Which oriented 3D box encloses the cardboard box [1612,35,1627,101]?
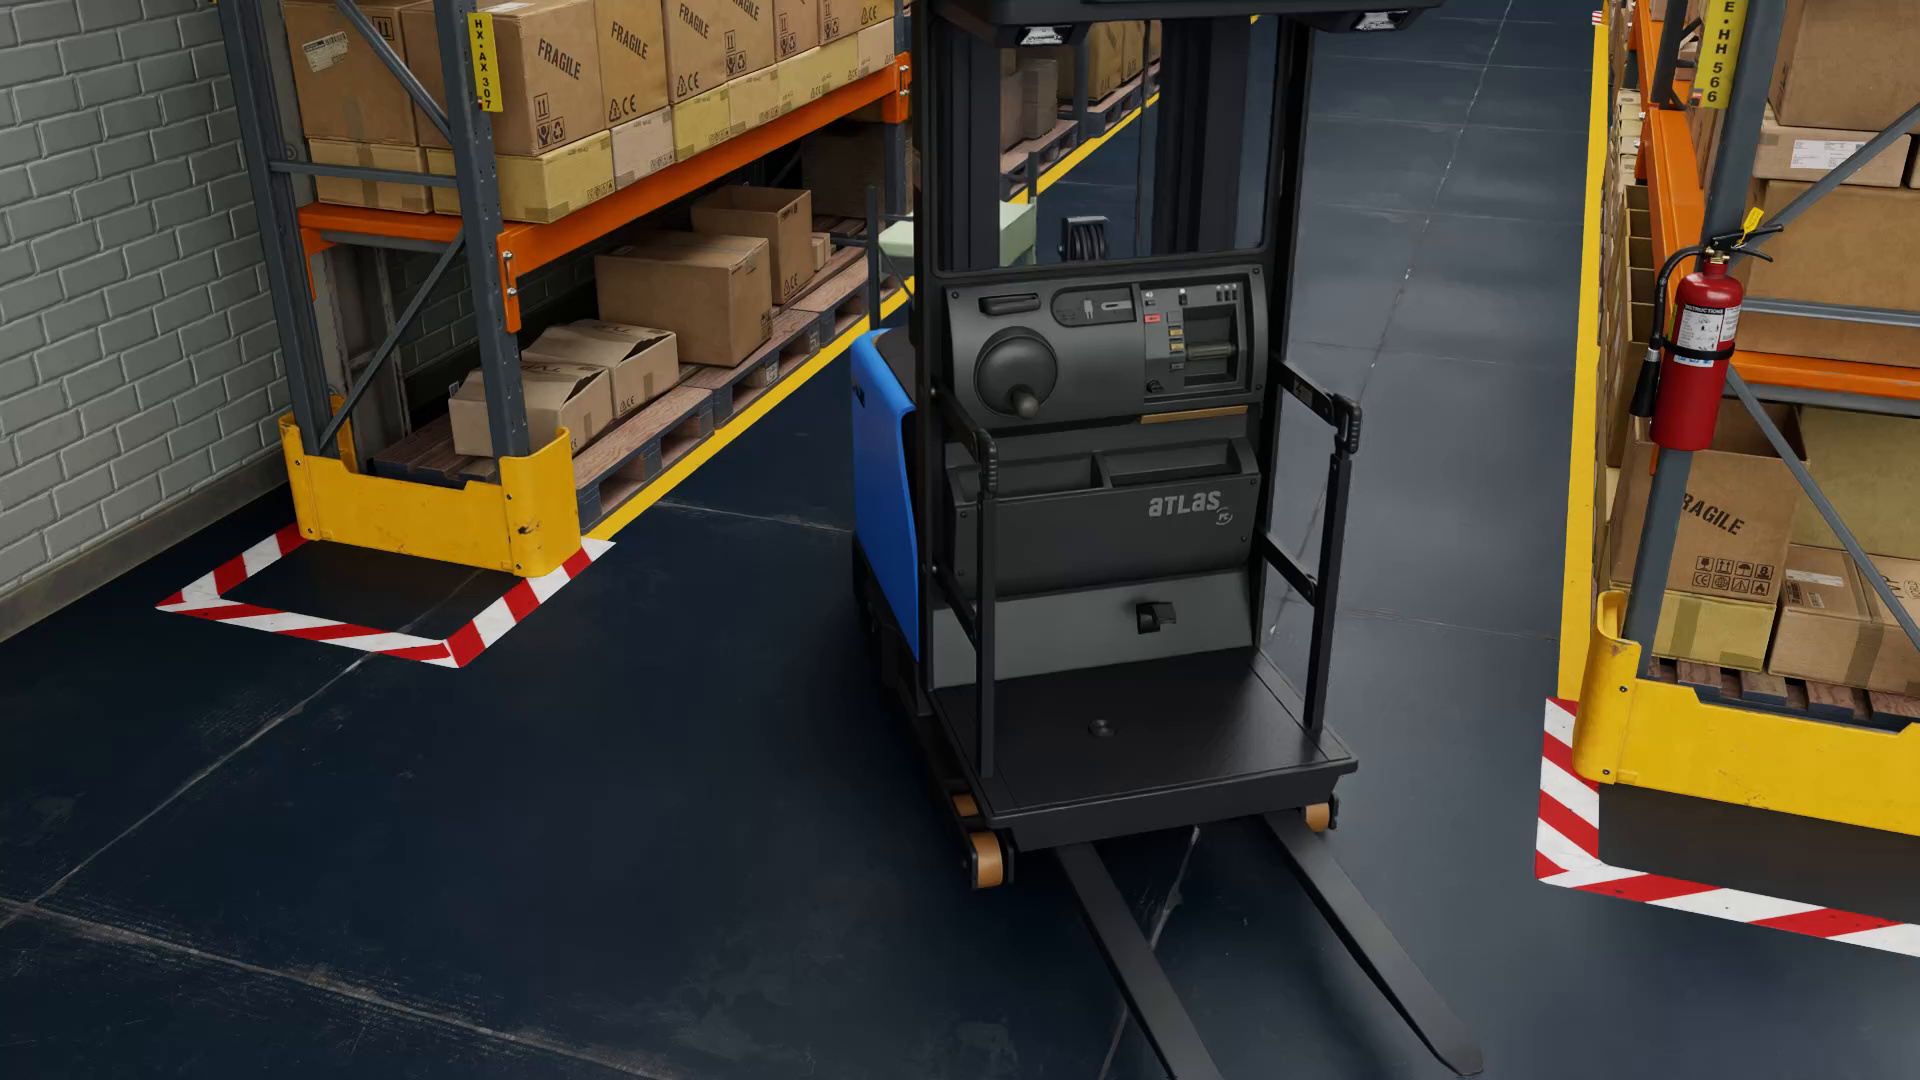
[{"bbox_3d":[5.628,-3.811,13.543,0.500,0.500,0.500,8,27,15],"label":"cardboard box"}]

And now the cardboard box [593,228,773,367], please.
[{"bbox_3d":[-1.342,-1.193,8.135,0.700,0.500,0.500,7,27,14],"label":"cardboard box"}]

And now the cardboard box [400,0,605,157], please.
[{"bbox_3d":[-1.695,-1.752,6.214,0.500,0.500,0.500,9,27,18],"label":"cardboard box"}]

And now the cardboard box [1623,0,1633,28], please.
[{"bbox_3d":[5.805,-4.371,13.838,0.500,0.250,0.500,9,27,18],"label":"cardboard box"}]

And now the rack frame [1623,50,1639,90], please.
[{"bbox_3d":[5.197,-3.891,11.344,1.000,3.000,0.127,9,27,17],"label":"rack frame"}]

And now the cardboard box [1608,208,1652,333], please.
[{"bbox_3d":[3.257,-1.184,7.566,0.500,0.500,0.500,9,27,17],"label":"cardboard box"}]

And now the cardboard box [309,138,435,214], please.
[{"bbox_3d":[-2.165,-1.482,6.517,0.500,0.250,0.500,9,27,18],"label":"cardboard box"}]

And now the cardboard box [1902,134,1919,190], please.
[{"bbox_3d":[2.869,-1.070,4.659,0.380,0.149,0.250,9,27,17],"label":"cardboard box"}]

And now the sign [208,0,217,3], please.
[{"bbox_3d":[-2.654,-2.072,5.896,0.100,0.325,0.005,9,27,17],"label":"sign"}]

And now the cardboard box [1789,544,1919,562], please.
[{"bbox_3d":[3.086,0.051,5.875,0.500,0.250,0.500,9,27,17],"label":"cardboard box"}]

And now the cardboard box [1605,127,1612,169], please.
[{"bbox_3d":[4.746,-2.670,11.495,0.500,0.250,0.500,9,27,17],"label":"cardboard box"}]

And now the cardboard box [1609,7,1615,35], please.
[{"bbox_3d":[6.700,-5.106,16.434,0.500,0.311,0.500,9,27,17],"label":"cardboard box"}]

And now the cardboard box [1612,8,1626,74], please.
[{"bbox_3d":[6.137,-4.444,14.850,0.500,0.500,0.500,8,27,15],"label":"cardboard box"}]

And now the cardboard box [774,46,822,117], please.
[{"bbox_3d":[-1.005,-2.254,8.113,0.500,0.250,0.500,9,27,17],"label":"cardboard box"}]

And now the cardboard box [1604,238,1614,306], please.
[{"bbox_3d":[3.731,-1.411,8.895,0.500,0.250,0.500,8,27,17],"label":"cardboard box"}]

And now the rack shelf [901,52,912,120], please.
[{"bbox_3d":[-0.141,-3.462,11.284,1.077,0.370,4.000,9,27,17],"label":"rack shelf"}]

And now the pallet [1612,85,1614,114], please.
[{"bbox_3d":[6.293,-3.940,14.645,1.003,0.211,1.213,9,27,17],"label":"pallet"}]

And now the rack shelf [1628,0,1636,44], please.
[{"bbox_3d":[5.863,-4.389,13.198,1.077,0.370,4.000,9,27,17],"label":"rack shelf"}]

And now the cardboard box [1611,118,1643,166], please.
[{"bbox_3d":[4.407,-2.496,10.492,0.500,0.311,0.500,8,27,16],"label":"cardboard box"}]

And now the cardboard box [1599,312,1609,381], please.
[{"bbox_3d":[3.255,-0.847,7.731,0.500,0.250,0.500,9,27,17],"label":"cardboard box"}]

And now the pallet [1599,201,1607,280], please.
[{"bbox_3d":[4.479,-1.803,10.232,1.003,0.211,1.213,9,27,17],"label":"pallet"}]

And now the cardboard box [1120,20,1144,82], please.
[{"bbox_3d":[1.190,-4.471,14.528,0.750,0.750,0.750,9,27,17],"label":"cardboard box"}]

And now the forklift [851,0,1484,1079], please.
[{"bbox_3d":[0.476,-0.519,4.458,1.130,2.935,3.031,-7,27,-13],"label":"forklift"}]

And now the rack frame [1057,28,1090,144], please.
[{"bbox_3d":[0.524,-4.608,12.824,1.000,3.000,0.127,9,27,17],"label":"rack frame"}]

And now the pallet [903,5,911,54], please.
[{"bbox_3d":[-0.415,-3.170,10.076,1.003,0.211,1.213,9,27,17],"label":"pallet"}]

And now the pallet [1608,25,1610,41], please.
[{"bbox_3d":[7.570,-5.564,18.000,1.003,0.211,1.213,9,27,17],"label":"pallet"}]

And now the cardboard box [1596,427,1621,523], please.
[{"bbox_3d":[2.755,-0.231,6.458,0.500,0.250,0.500,9,27,17],"label":"cardboard box"}]

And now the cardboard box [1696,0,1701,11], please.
[{"bbox_3d":[3.594,-2.502,7.616,0.380,0.149,0.250,9,27,17],"label":"cardboard box"}]

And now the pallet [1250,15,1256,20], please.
[{"bbox_3d":[2.994,-6.300,19.520,1.003,0.211,1.213,9,27,17],"label":"pallet"}]

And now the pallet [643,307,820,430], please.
[{"bbox_3d":[-1.401,-0.925,8.417,1.003,0.211,1.213,9,27,17],"label":"pallet"}]

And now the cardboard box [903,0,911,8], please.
[{"bbox_3d":[-0.605,-3.411,9.733,0.700,0.500,0.500,9,27,18],"label":"cardboard box"}]

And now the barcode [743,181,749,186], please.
[{"bbox_3d":[-1.213,-1.994,9.422,0.001,0.075,0.075,9,27,17],"label":"barcode"}]

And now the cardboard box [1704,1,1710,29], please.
[{"bbox_3d":[3.340,-2.184,6.960,0.380,0.149,0.250,8,27,17],"label":"cardboard box"}]

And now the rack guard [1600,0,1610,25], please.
[{"bbox_3d":[7.834,-6.022,18.614,1.175,0.500,0.348,9,27,17],"label":"rack guard"}]

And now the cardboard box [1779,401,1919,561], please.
[{"bbox_3d":[3.088,-0.286,5.712,0.500,0.500,0.500,9,27,17],"label":"cardboard box"}]

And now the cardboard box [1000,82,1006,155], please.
[{"bbox_3d":[-0.086,-2.974,11.814,0.700,0.500,0.500,9,27,17],"label":"cardboard box"}]

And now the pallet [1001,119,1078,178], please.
[{"bbox_3d":[0.263,-3.032,12.769,1.003,0.211,1.213,9,27,17],"label":"pallet"}]

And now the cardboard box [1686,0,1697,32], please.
[{"bbox_3d":[4.654,-3.244,9.893,0.500,0.500,0.500,7,27,15],"label":"cardboard box"}]

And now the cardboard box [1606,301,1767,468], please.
[{"bbox_3d":[2.752,-0.569,6.295,0.500,0.500,0.500,9,27,17],"label":"cardboard box"}]

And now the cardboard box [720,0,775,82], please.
[{"bbox_3d":[-1.183,-2.379,7.509,0.500,0.500,0.500,10,27,19],"label":"cardboard box"}]

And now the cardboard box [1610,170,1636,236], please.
[{"bbox_3d":[3.898,-1.874,9.207,0.500,0.311,0.500,10,27,19],"label":"cardboard box"}]

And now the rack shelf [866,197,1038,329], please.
[{"bbox_3d":[-0.018,-1.053,6.308,0.431,0.370,0.720,9,27,18],"label":"rack shelf"}]

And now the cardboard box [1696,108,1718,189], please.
[{"bbox_3d":[3.384,-1.685,6.674,0.700,0.500,0.500,9,27,18],"label":"cardboard box"}]

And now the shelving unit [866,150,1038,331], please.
[{"bbox_3d":[-0.018,-0.701,6.478,0.431,1.500,0.755,9,27,18],"label":"shelving unit"}]

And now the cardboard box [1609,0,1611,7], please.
[{"bbox_3d":[7.313,-5.876,18.191,0.380,0.166,0.250,9,27,17],"label":"cardboard box"}]

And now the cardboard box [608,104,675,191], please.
[{"bbox_3d":[-1.517,-1.631,6.827,0.500,0.250,0.500,8,27,16],"label":"cardboard box"}]

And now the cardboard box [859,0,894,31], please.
[{"bbox_3d":[-0.672,-3.004,8.800,0.500,0.500,0.500,9,27,17],"label":"cardboard box"}]

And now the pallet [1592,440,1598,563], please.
[{"bbox_3d":[3.158,-0.168,6.855,1.003,0.211,1.213,9,27,17],"label":"pallet"}]

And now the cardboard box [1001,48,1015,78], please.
[{"bbox_3d":[0.085,-3.489,12.018,0.500,0.250,0.500,9,27,18],"label":"cardboard box"}]

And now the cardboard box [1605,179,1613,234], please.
[{"bbox_3d":[4.241,-2.038,10.190,0.500,0.250,0.500,9,27,18],"label":"cardboard box"}]
